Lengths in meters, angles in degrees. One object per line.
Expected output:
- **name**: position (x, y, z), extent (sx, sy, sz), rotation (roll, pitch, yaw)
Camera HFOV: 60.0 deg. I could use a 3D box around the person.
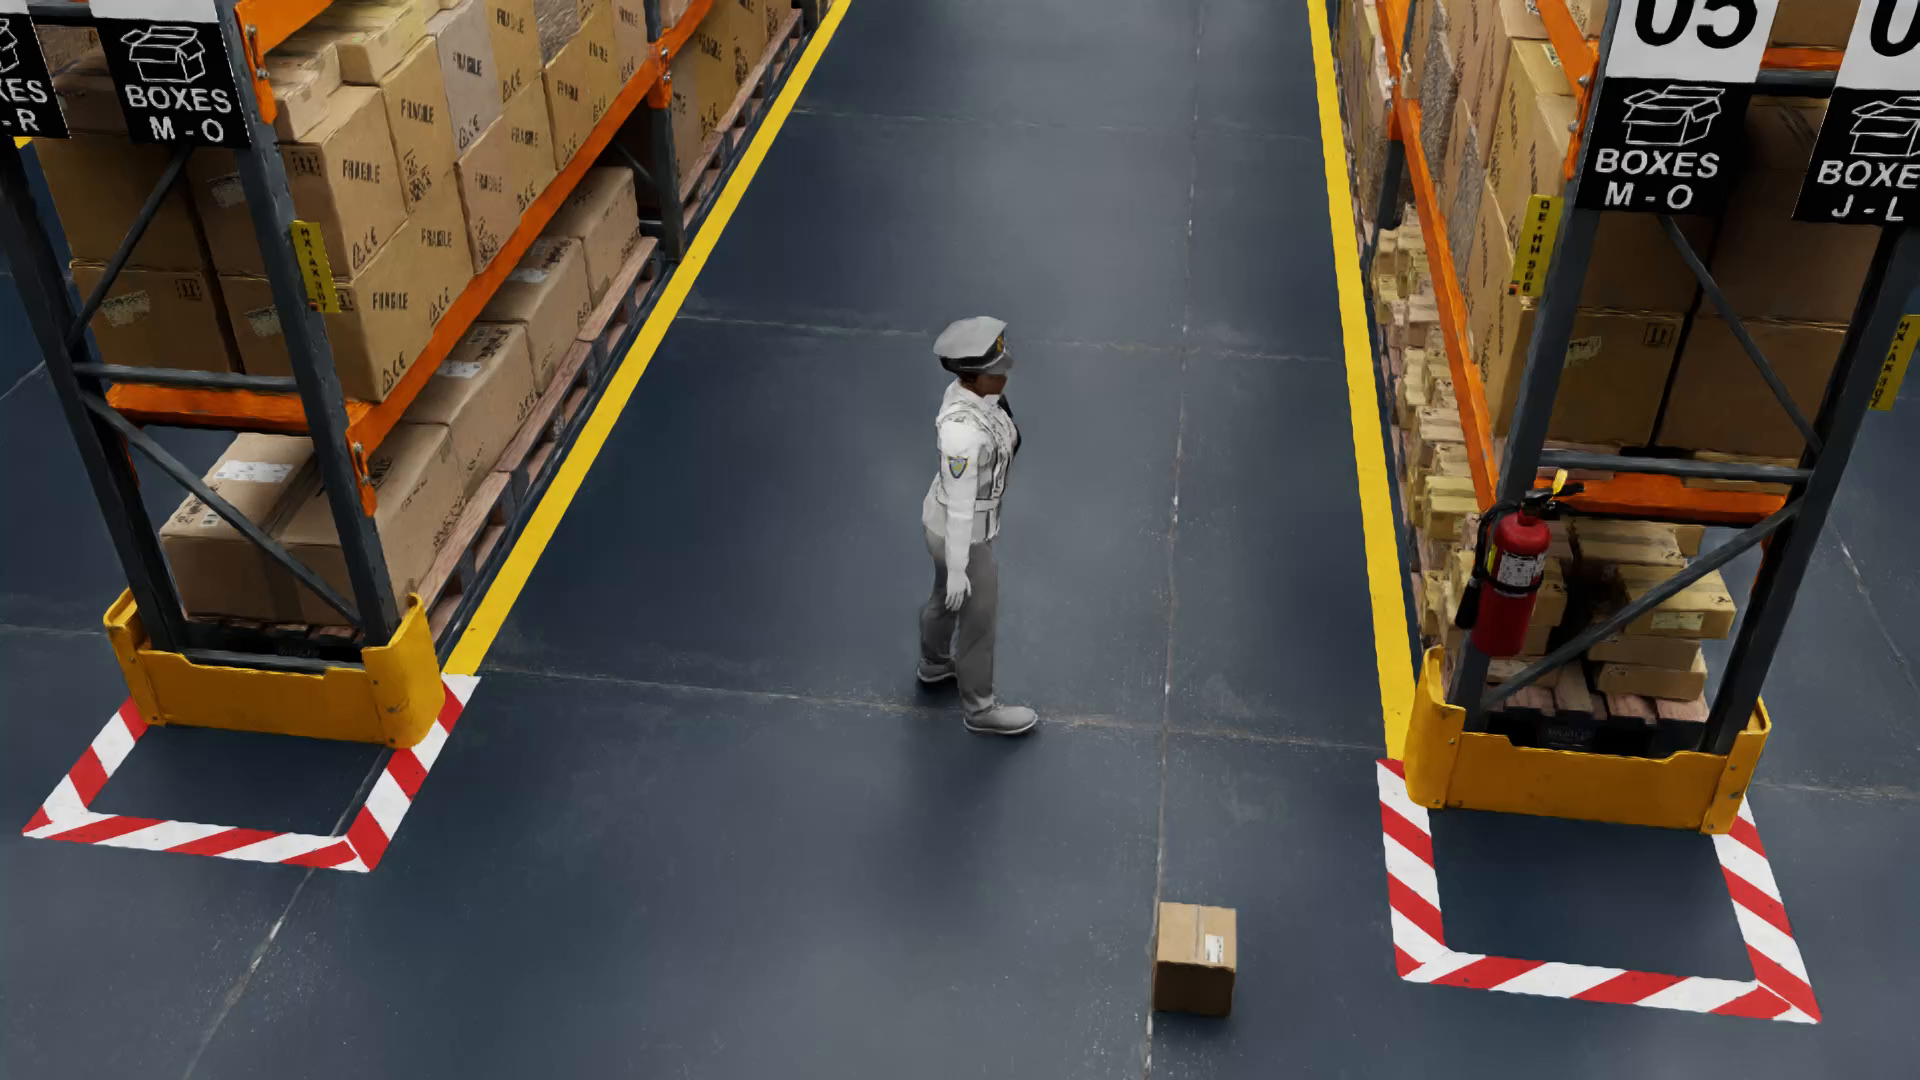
- **person**: position (0.063, -0.027, 6.127), extent (0.486, 1.676, 0.658), rotation (2, 36, 3)
